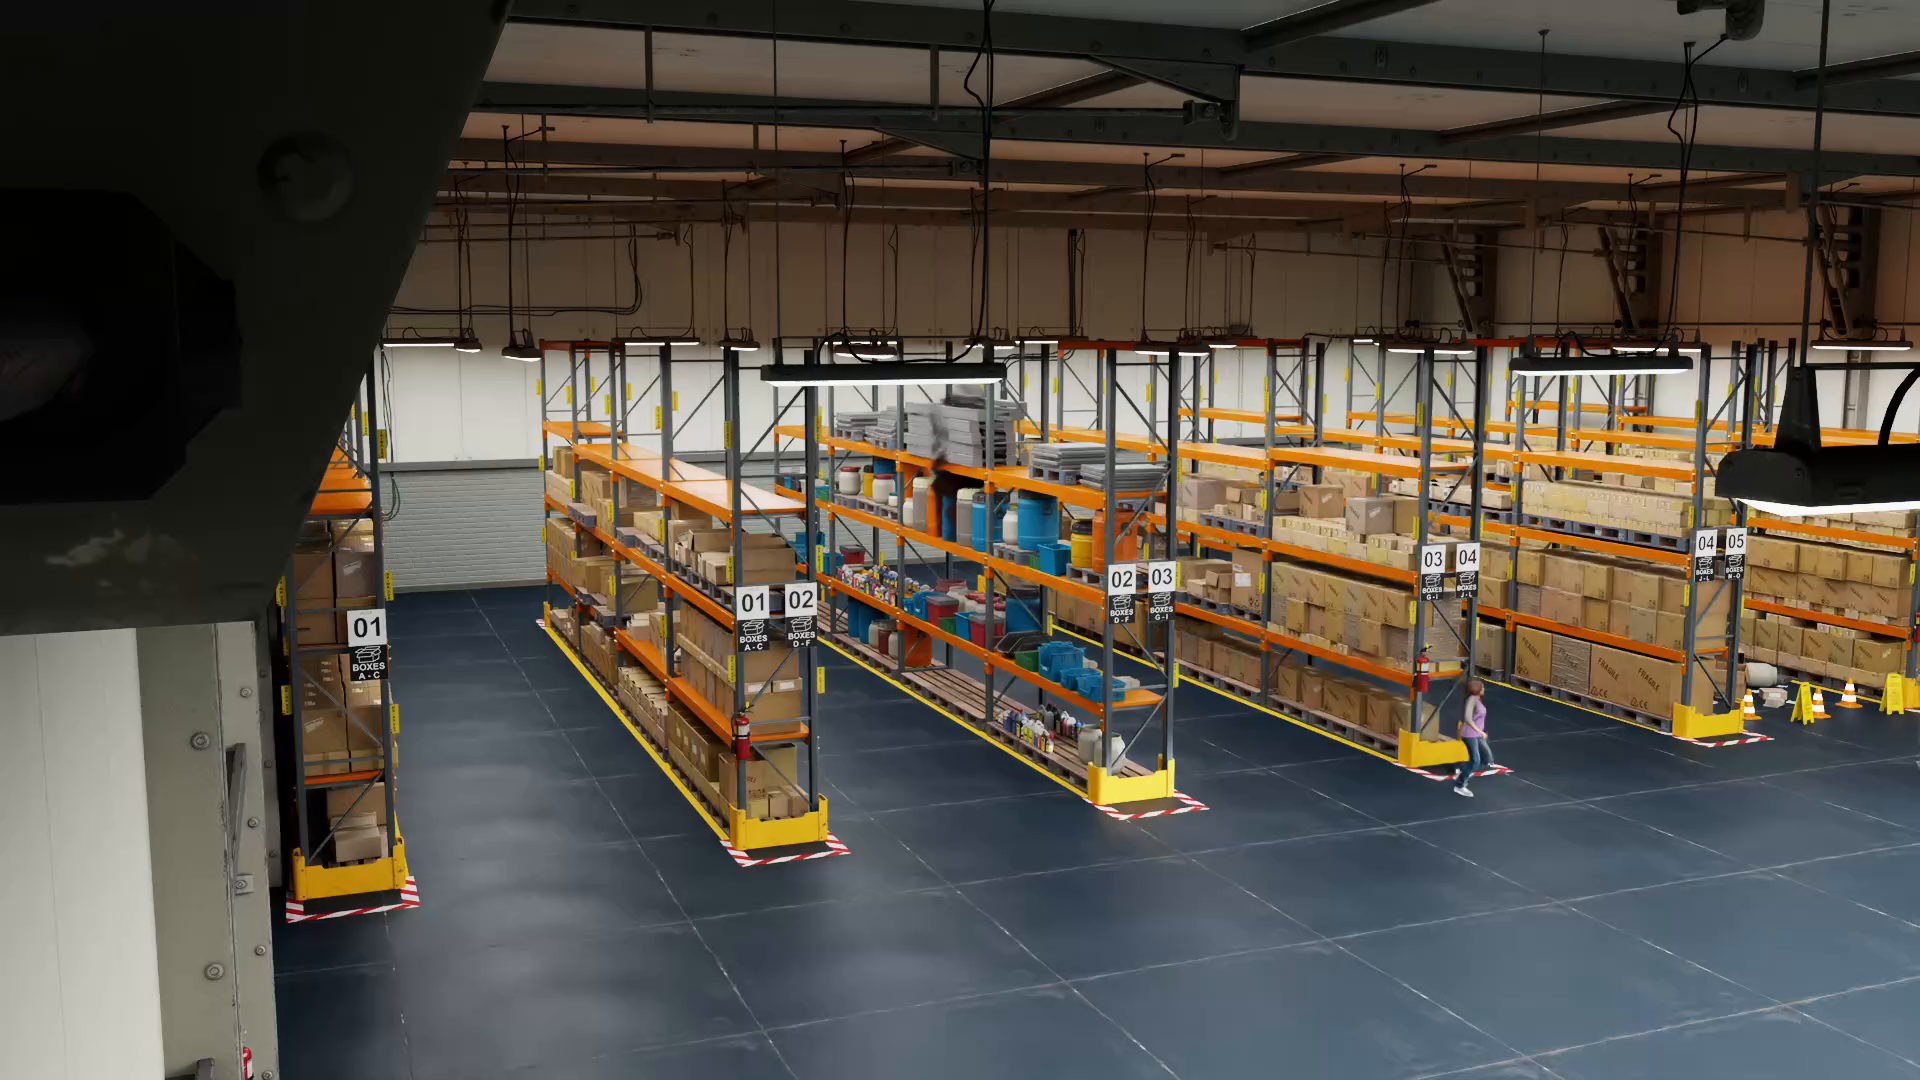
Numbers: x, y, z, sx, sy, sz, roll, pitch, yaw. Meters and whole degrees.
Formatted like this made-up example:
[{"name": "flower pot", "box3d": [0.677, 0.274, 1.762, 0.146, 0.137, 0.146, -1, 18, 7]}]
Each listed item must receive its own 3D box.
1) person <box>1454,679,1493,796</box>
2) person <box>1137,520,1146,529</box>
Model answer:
[{"name": "person", "box3d": [6.972, 2.661, 22.498, 0.468, 1.549, 0.600, 4, 8, 29]}, {"name": "person", "box3d": [4.260, 0.259, 40.309, 0.714, 1.674, 0.876, 3, 8, 20]}]
